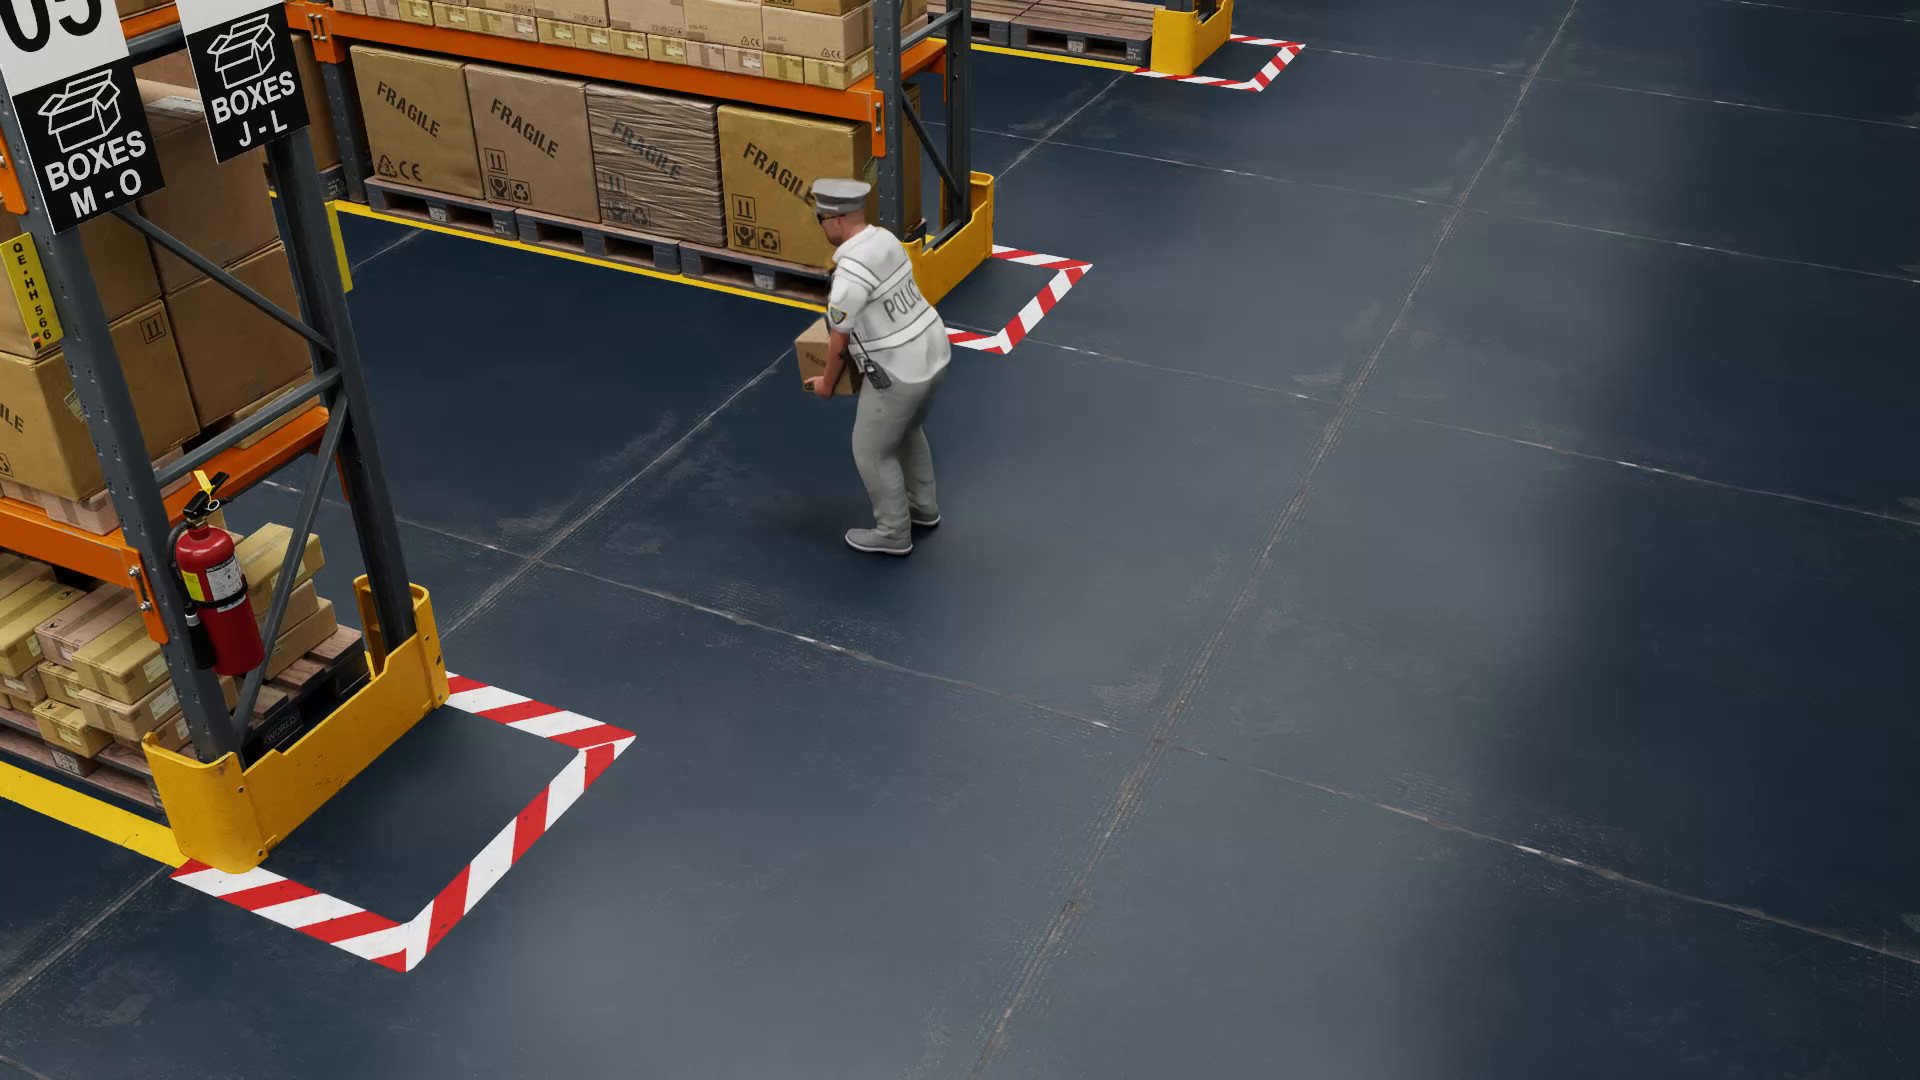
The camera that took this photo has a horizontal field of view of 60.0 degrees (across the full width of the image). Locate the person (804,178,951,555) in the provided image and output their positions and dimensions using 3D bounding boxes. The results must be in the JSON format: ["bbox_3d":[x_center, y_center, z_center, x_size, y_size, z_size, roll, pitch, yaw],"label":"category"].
[{"bbox_3d":[-0.364,-0.748,7.318,0.615,1.703,0.475,14,36,20],"label":"person"}]
